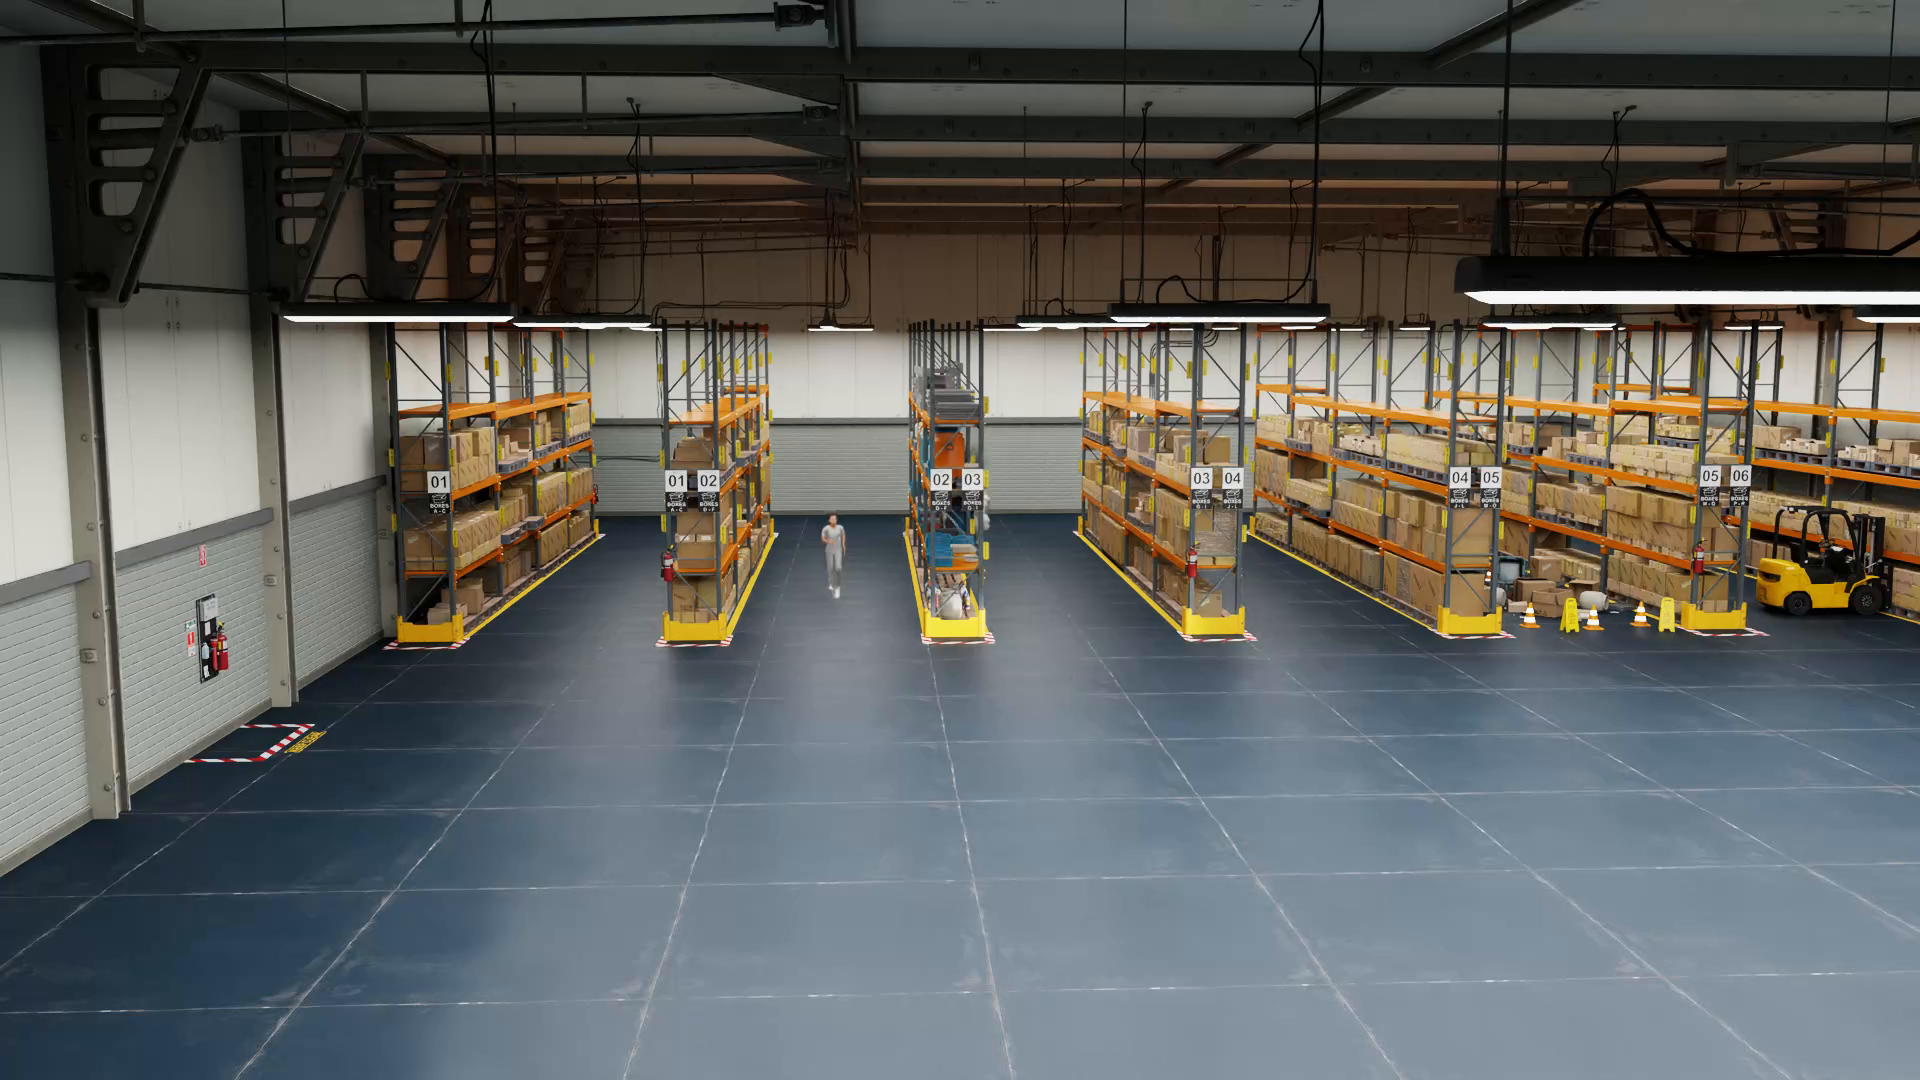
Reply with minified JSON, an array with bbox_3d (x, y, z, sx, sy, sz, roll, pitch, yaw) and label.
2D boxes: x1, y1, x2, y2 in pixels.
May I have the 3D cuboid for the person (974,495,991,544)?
[{"bbox_3d":[0.555,-0.584,45.034,0.707,1.482,1.067,-2,7,-18],"label":"person"}]

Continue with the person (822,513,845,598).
[{"bbox_3d":[-2.653,0.314,34.921,0.507,1.767,0.788,-1,7,-8],"label":"person"}]

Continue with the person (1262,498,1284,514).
[{"bbox_3d":[9.346,-1.073,49.041,0.899,1.488,0.728,-5,9,-35],"label":"person"}]
